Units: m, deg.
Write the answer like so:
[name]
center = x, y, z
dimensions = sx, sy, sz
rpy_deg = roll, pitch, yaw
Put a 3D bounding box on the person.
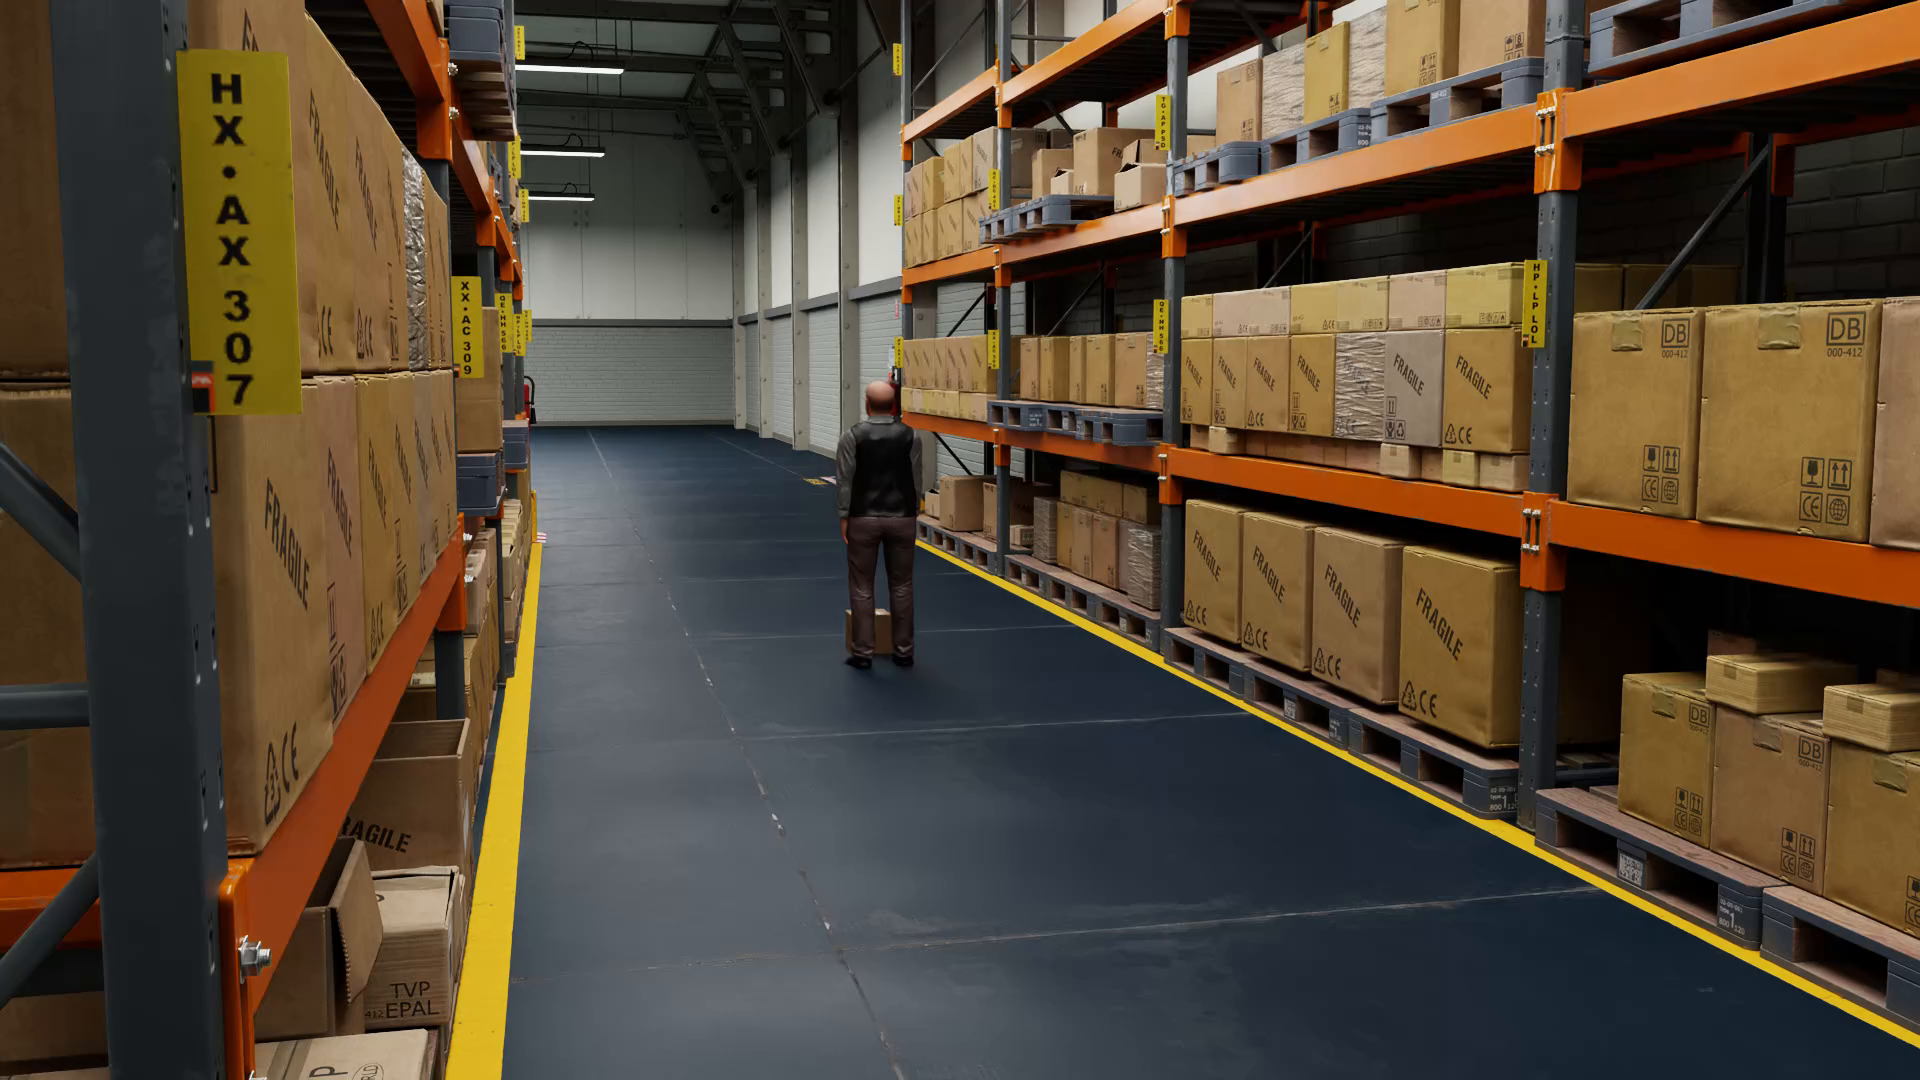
[person]
center = -0.489, -0.049, 10.004
dimensions = 0.532, 1.636, 0.358
rpy_deg = -1, 6, -12
